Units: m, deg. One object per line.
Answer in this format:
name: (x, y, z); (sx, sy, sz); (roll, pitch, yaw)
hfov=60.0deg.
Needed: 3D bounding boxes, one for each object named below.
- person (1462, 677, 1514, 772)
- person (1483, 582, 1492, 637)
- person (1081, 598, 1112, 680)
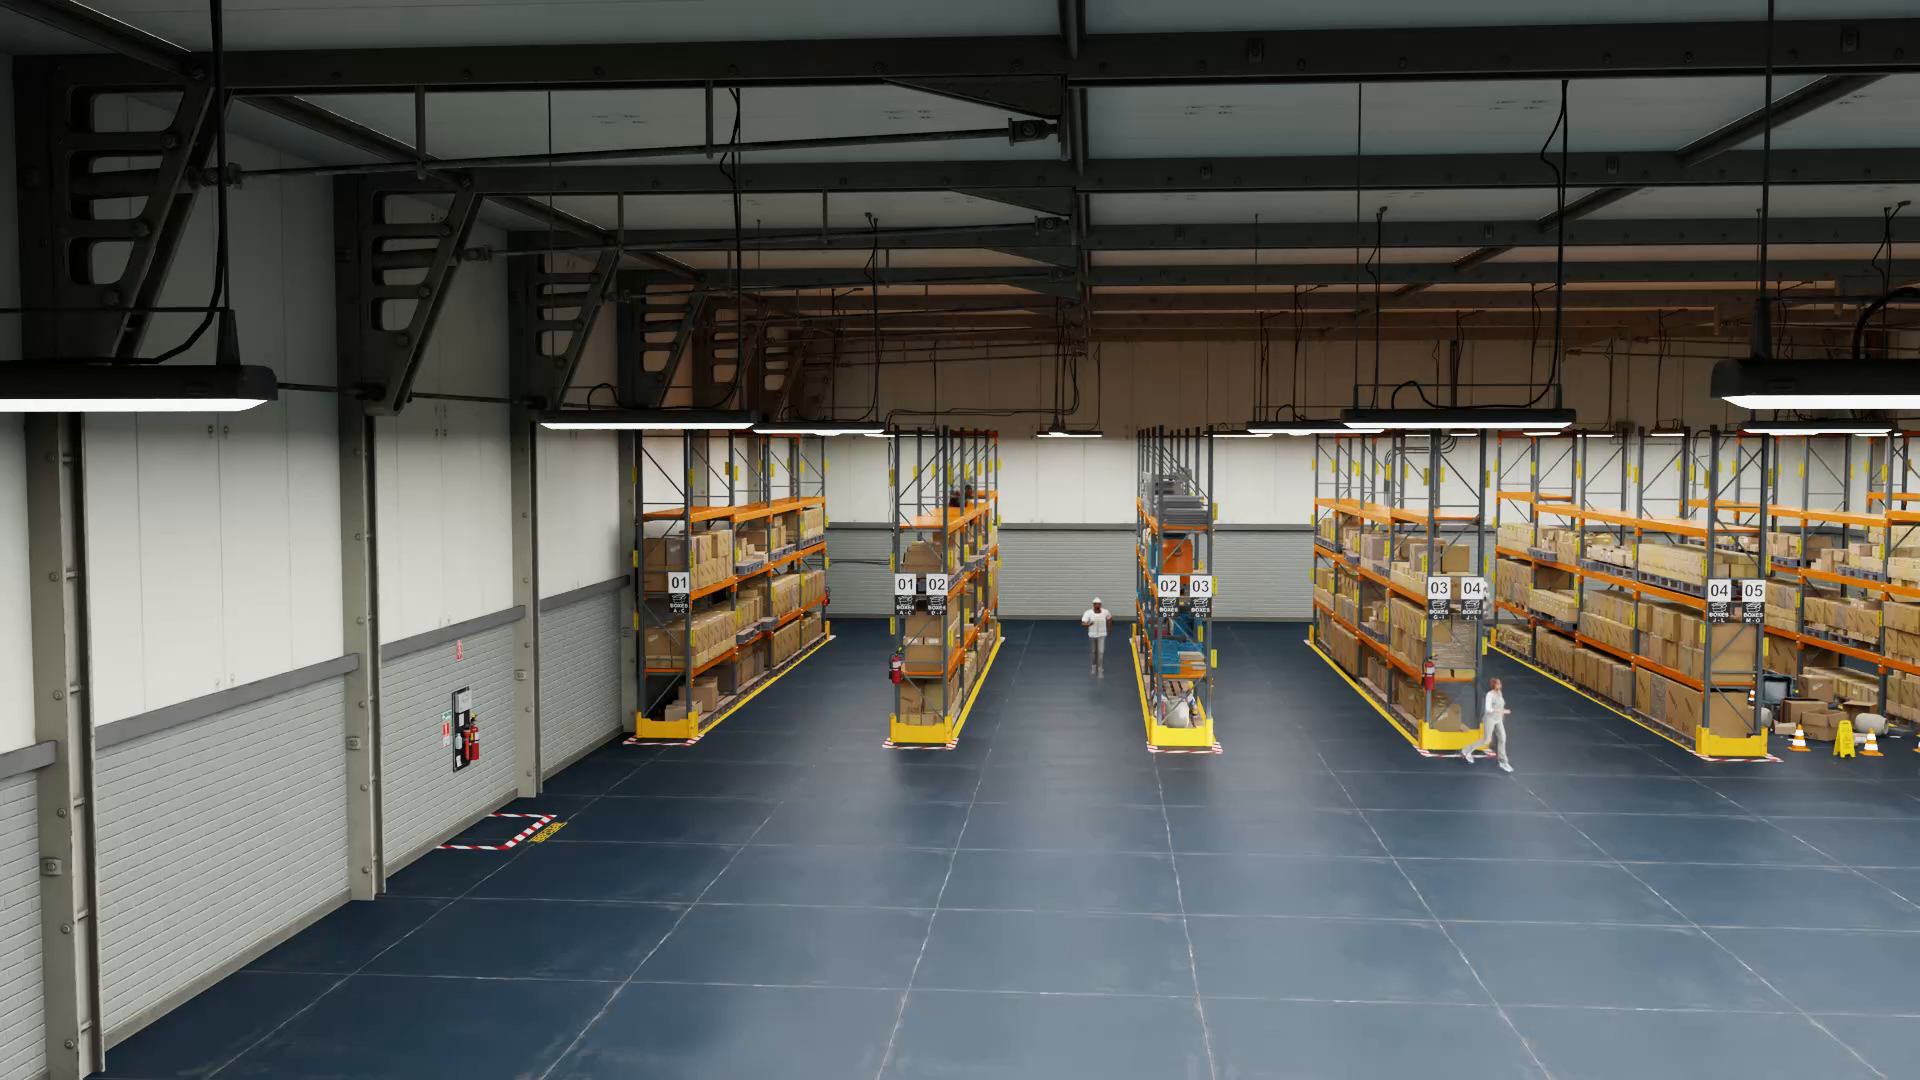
person: (9.231, 3.183, 28.958); (0.552, 1.607, 0.885); (-3, 5, -43)
person: (14.862, 2.036, 47.333); (0.542, 1.720, 0.704); (0, 3, -5)
person: (3.142, 2.238, 38.227); (0.703, 1.840, 0.780); (0, 3, 4)
